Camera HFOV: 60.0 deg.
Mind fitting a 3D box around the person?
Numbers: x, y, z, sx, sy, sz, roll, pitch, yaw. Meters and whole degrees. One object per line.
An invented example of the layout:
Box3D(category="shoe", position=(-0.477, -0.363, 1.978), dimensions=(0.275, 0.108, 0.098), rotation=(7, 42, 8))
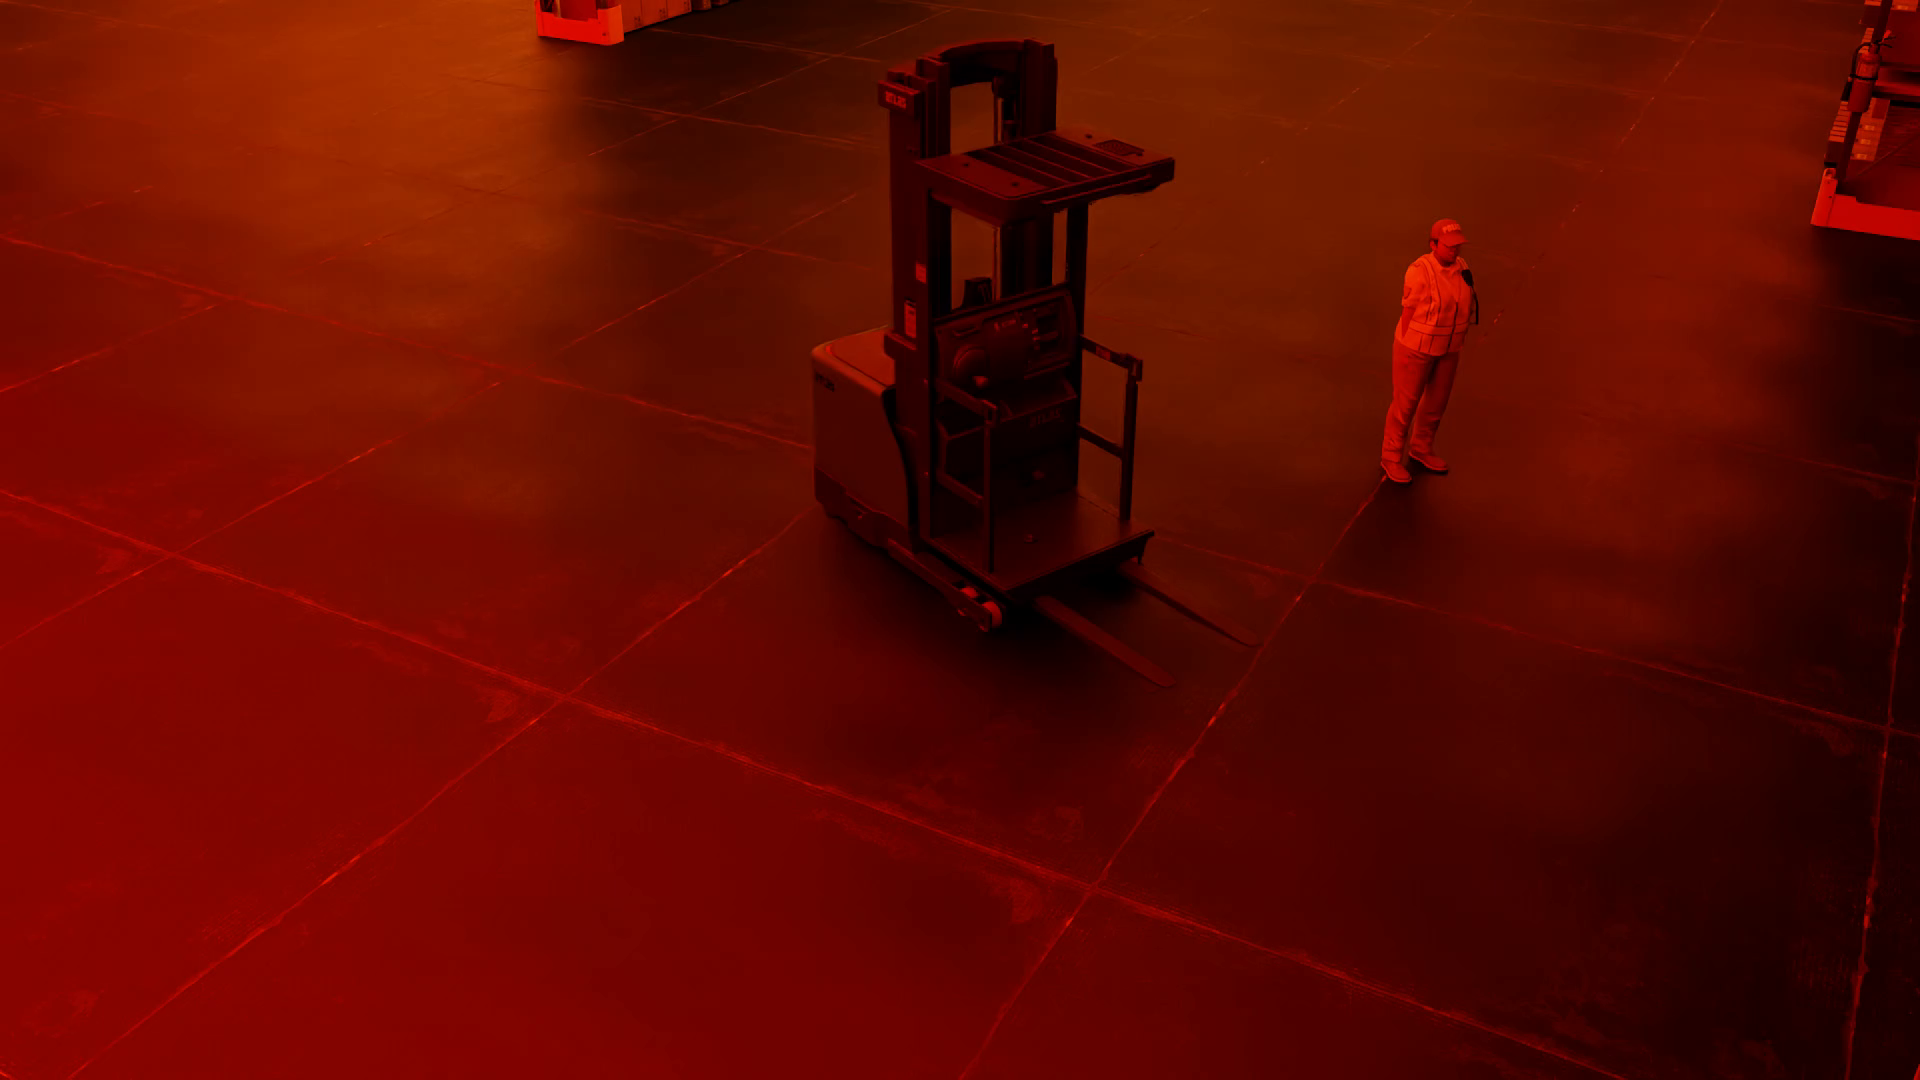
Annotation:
Box3D(category="person", position=(2.942, -1.196, 10.418), dimensions=(0.484, 1.668, 0.386), rotation=(-15, 33, -24))

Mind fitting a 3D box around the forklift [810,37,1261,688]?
Box3D(category="forklift", position=(0.386, -1.044, 8.880), dimensions=(1.130, 2.935, 3.031), rotation=(-21, 36, -31))
